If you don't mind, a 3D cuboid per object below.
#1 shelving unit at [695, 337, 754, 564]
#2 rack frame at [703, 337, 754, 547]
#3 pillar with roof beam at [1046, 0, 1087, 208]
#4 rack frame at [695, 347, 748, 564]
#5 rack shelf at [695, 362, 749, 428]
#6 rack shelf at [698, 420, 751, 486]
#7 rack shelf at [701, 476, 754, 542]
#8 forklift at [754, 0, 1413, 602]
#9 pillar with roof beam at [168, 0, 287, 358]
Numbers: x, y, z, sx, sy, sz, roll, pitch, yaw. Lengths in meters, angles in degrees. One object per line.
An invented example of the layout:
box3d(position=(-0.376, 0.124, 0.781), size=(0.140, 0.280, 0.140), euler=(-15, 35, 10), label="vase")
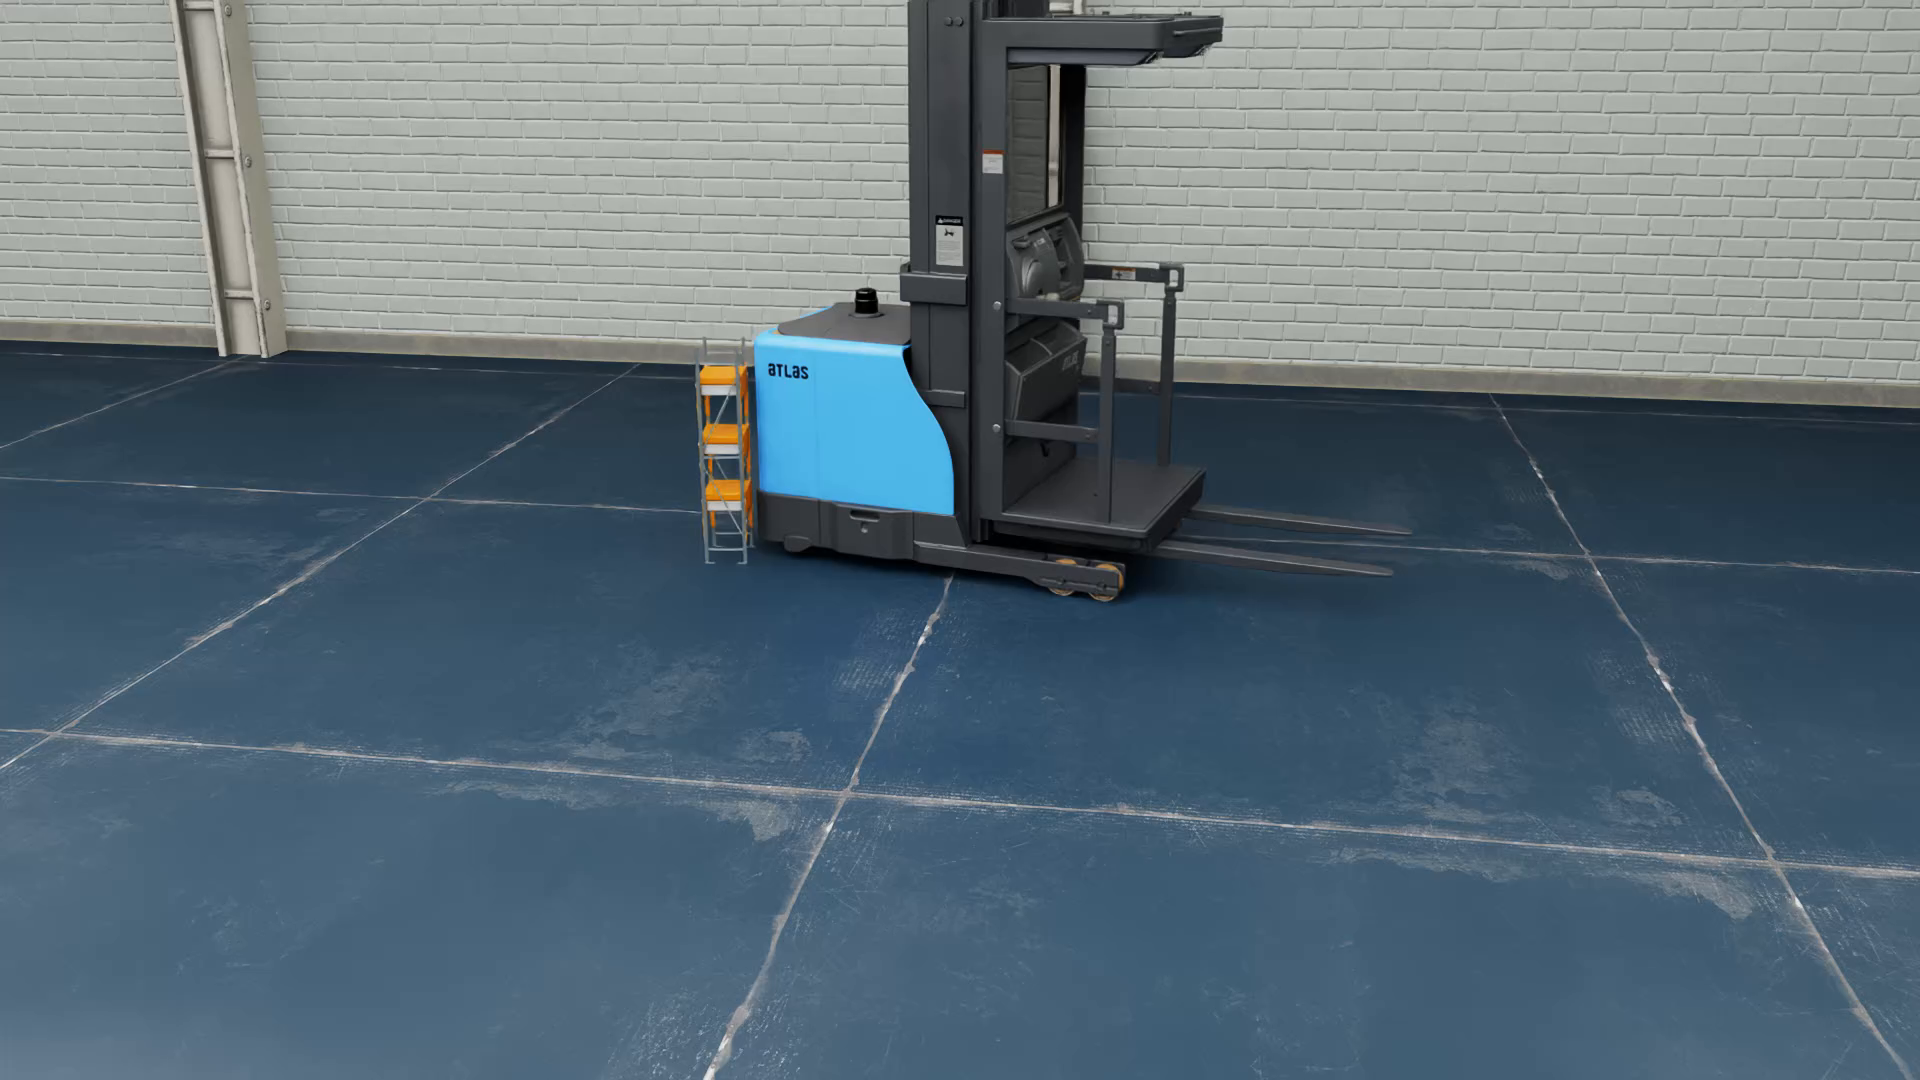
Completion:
box3d(position=(-1.118, -0.424, 7.917), size=(0.215, 1.050, 0.252), euler=(0, 19, 0), label="shelving unit")
box3d(position=(-1.117, -0.463, 8.032), size=(0.200, 1.050, 0.008), euler=(0, 19, 0), label="rack frame")
box3d(position=(-0.071, -4.029, 6.164), size=(0.400, 9.000, 9.100), euler=(3, 19, 9), label="pillar with roof beam")
box3d(position=(-1.118, -0.386, 7.801), size=(0.200, 1.050, 0.008), euler=(0, 19, 0), label="rack frame")
box3d(position=(-1.118, -0.683, 7.830), size=(0.215, 0.259, 0.240), euler=(0, 19, 0), label="rack shelf")
box3d(position=(-1.118, -0.414, 7.920), size=(0.215, 0.259, 0.240), euler=(0, 19, 0), label="rack shelf")
box3d(position=(-1.118, -0.151, 8.008), size=(0.215, 0.259, 0.240), euler=(0, 19, 0), label="rack shelf")
box3d(position=(0.580, -1.304, 7.582), size=(3.031, 2.935, 1.130), euler=(7, 20, 21), label="forklift")
box3d(position=(-5.996, -4.331, 7.066), size=(0.400, 9.000, 9.100), euler=(3, 19, 9), label="pillar with roof beam")
